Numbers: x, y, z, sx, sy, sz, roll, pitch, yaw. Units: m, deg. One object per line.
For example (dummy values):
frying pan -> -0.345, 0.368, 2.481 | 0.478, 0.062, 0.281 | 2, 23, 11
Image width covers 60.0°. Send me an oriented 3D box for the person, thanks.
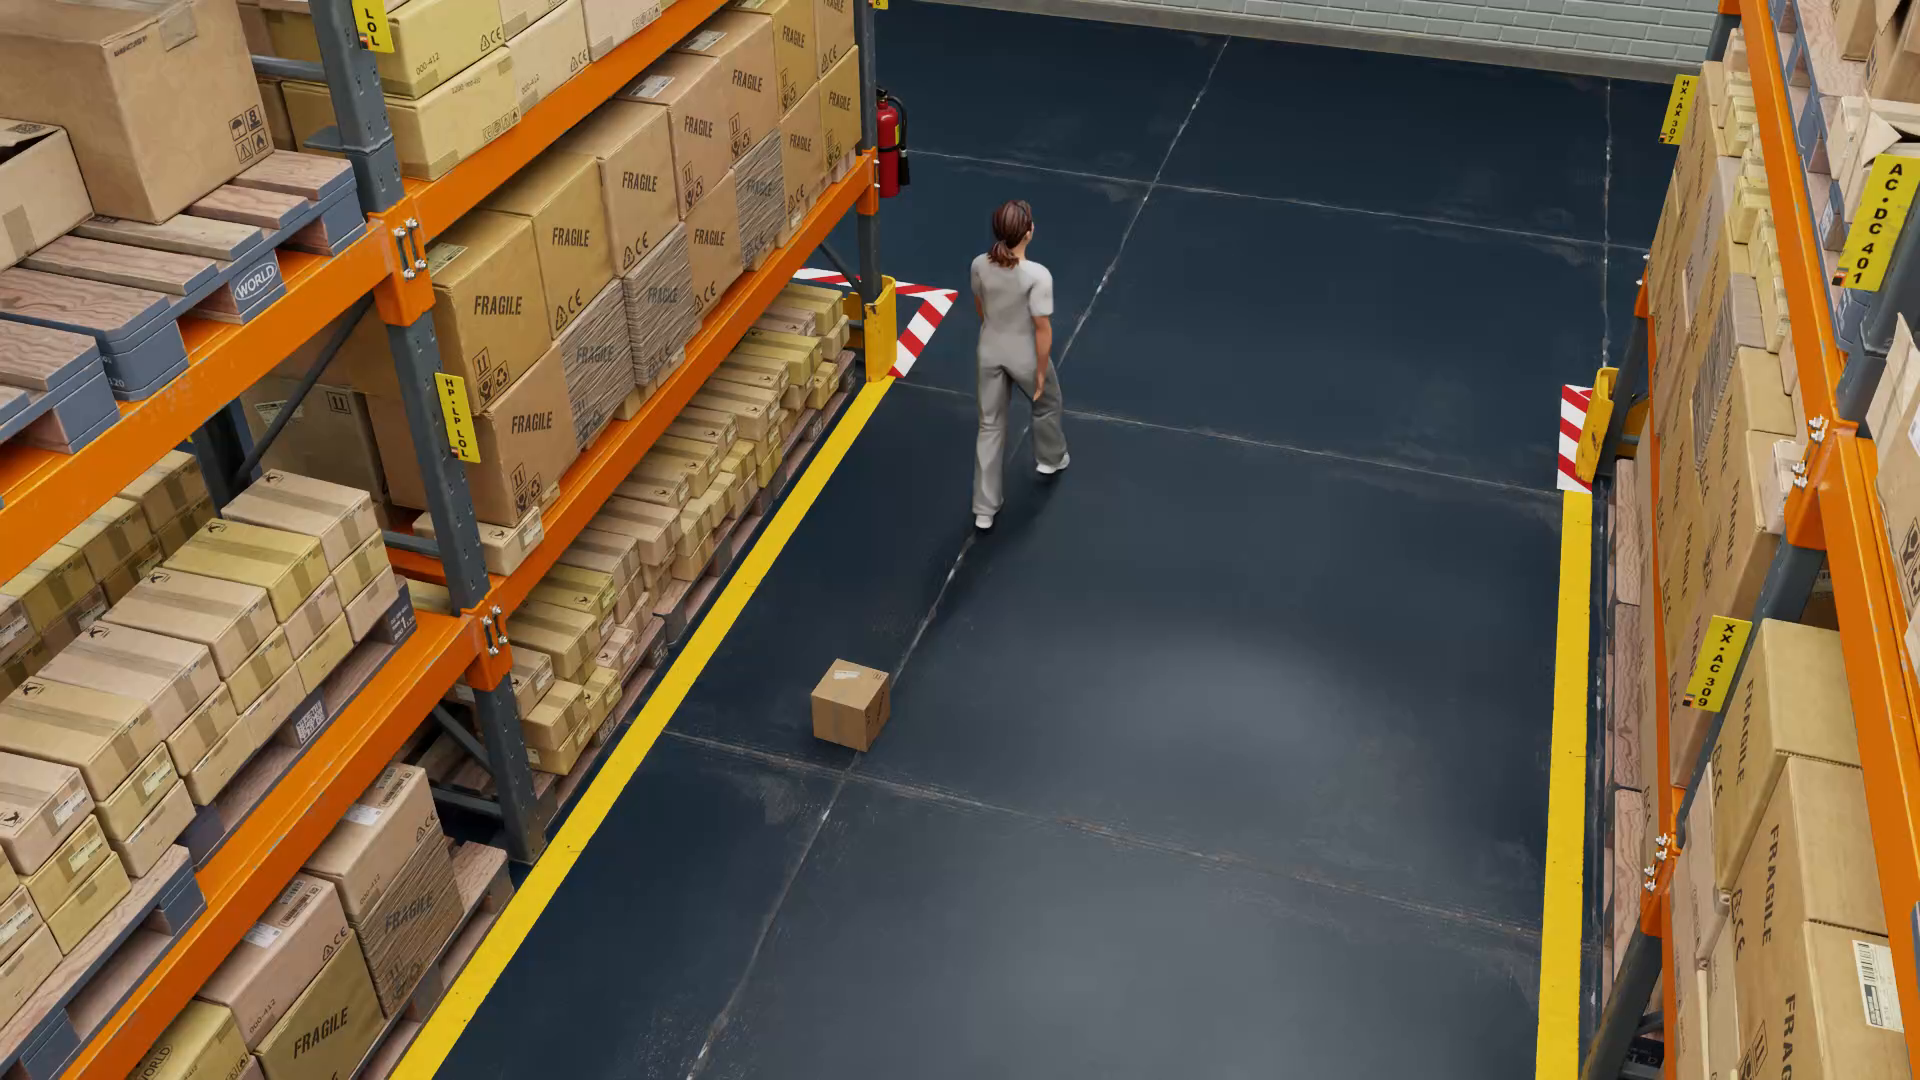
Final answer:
person -> 0.282, -0.909, 8.088 | 0.457, 1.672, 0.848 | 15, 40, 19
